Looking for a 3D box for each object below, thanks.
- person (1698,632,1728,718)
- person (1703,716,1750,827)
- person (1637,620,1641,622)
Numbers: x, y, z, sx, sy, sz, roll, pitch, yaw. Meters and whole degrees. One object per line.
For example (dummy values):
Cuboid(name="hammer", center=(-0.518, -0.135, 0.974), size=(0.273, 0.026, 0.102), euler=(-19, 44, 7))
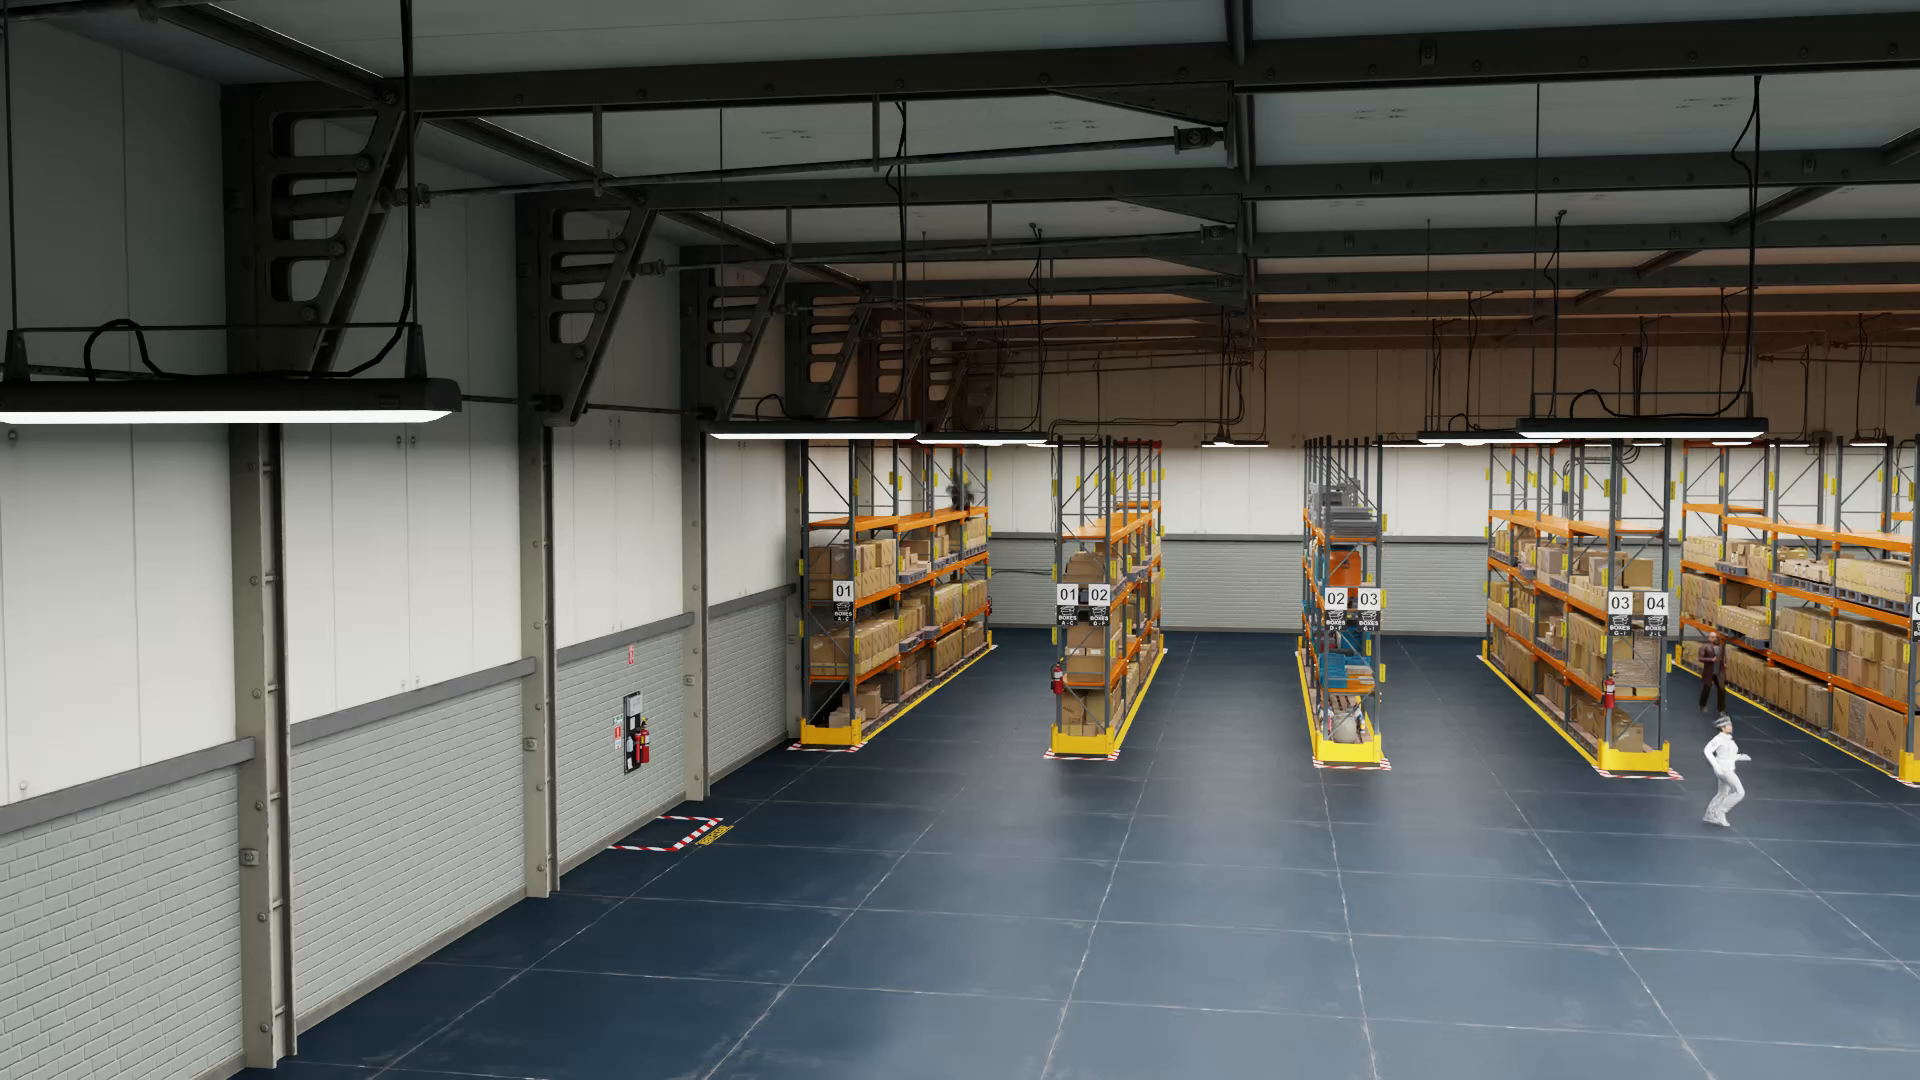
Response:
Cuboid(name="person", center=(16.163, 2.887, 35.712), size=(0.678, 1.829, 0.923), euler=(0, 3, 2))
Cuboid(name="person", center=(11.639, 3.508, 25.238), size=(0.647, 1.667, 0.582), euler=(2, 4, 33))
Cuboid(name="person", center=(17.849, 2.428, 44.244), size=(0.967, 1.731, 0.720), euler=(-3, 4, -44))
